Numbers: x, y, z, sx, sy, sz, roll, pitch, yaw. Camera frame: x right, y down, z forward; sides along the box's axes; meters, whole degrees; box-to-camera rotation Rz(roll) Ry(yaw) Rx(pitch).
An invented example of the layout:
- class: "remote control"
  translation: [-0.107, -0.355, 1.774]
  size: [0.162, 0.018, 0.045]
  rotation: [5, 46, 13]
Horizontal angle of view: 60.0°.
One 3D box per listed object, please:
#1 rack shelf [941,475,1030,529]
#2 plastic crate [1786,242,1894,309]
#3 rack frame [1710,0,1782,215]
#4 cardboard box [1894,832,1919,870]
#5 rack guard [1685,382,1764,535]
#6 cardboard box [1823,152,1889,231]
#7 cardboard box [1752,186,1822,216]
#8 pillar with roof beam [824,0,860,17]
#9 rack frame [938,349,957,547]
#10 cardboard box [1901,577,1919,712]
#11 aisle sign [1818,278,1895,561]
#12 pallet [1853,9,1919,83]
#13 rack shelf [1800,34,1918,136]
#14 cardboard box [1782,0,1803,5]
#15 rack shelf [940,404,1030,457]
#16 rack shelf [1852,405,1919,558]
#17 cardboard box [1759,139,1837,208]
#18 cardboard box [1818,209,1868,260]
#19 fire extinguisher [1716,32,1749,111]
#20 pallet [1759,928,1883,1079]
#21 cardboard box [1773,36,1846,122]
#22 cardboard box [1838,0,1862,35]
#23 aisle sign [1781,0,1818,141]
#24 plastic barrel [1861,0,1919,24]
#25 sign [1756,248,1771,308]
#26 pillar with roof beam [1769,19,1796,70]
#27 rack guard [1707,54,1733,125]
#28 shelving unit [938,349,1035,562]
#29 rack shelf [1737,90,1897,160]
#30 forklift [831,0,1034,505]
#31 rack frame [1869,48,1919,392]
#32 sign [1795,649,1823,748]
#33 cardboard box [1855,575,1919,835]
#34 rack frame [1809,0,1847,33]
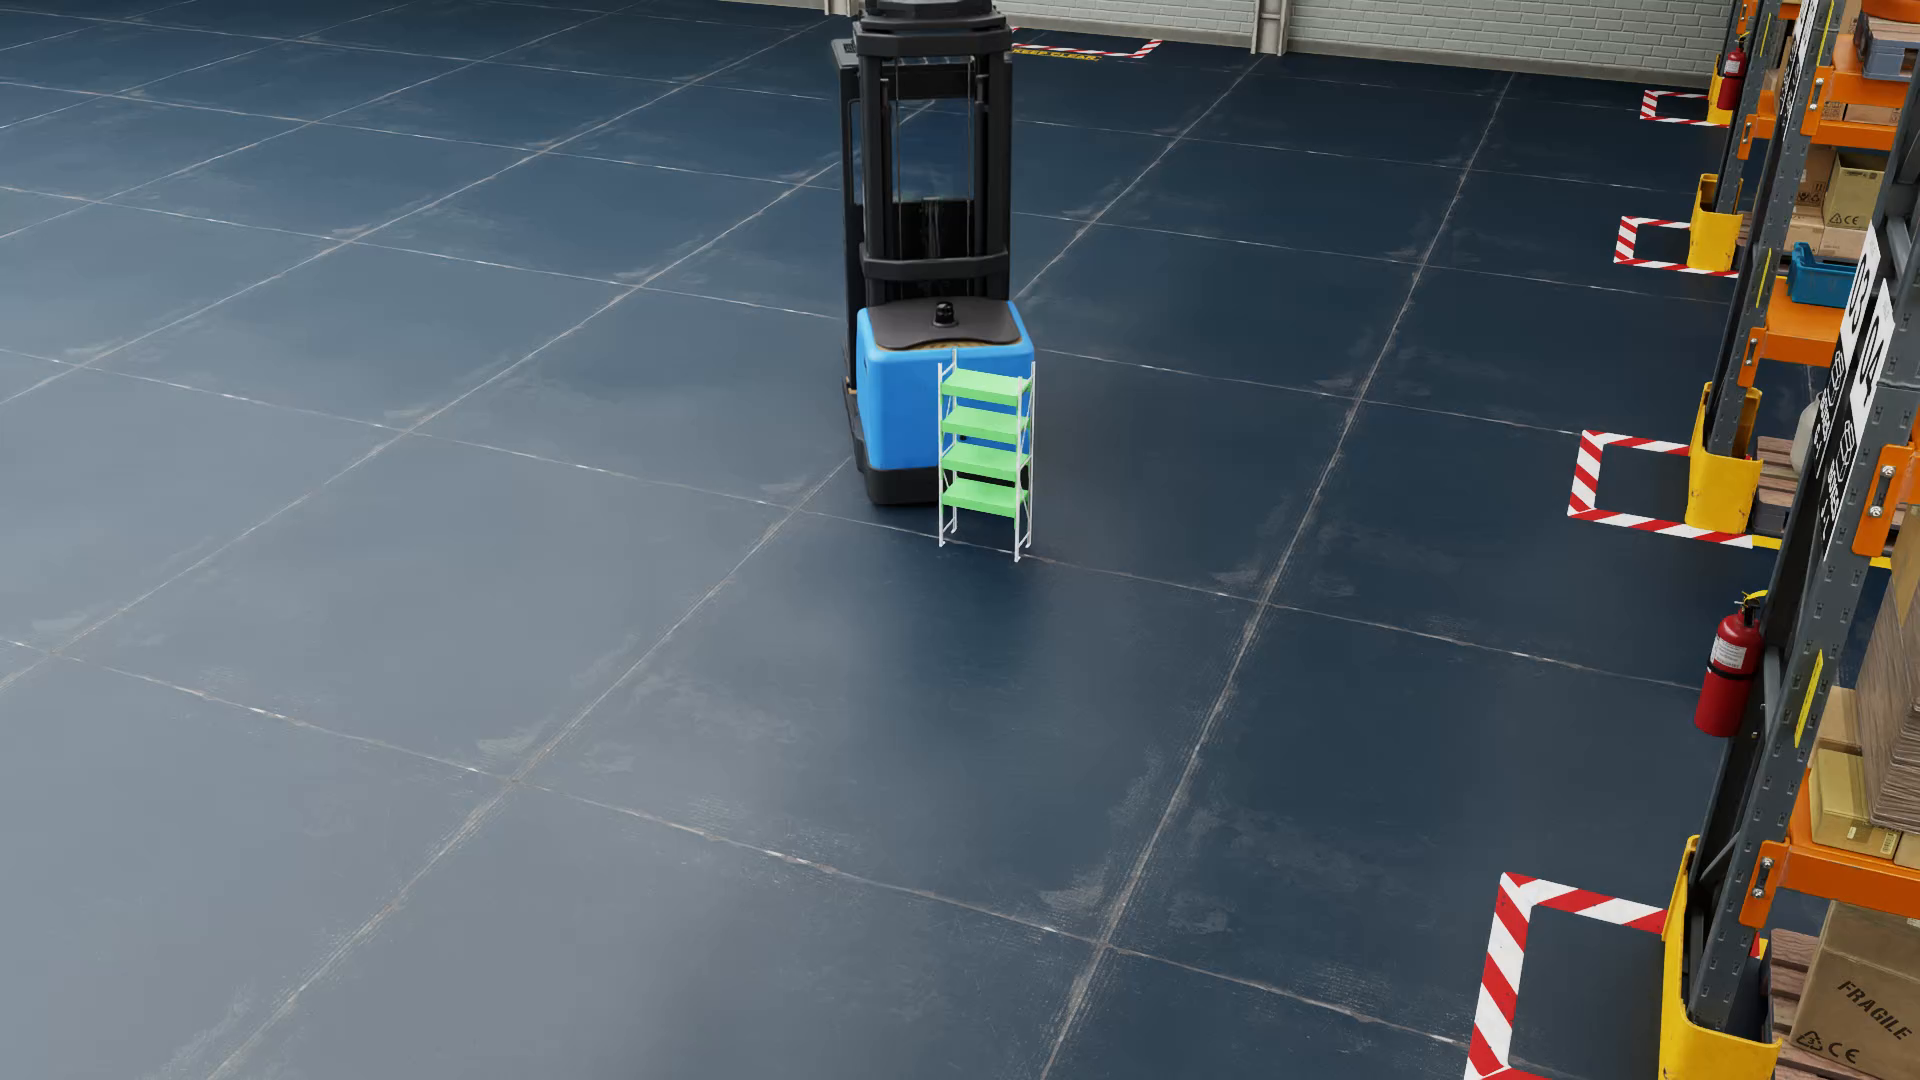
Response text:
- class: "rack shelf"
  translation: [0.153, -0.227, 9.961]
  size: [0.480, 0.148, 0.258]
  rotation: [11, 31, 19]
- class: "plastic crate"
  translation: [5.363, -1.599, 10.093]
  size: [0.616, 0.251, 0.499]
  rotation: [11, 31, 19]
- class: "rack frame"
  translation: [6.652, -3.877, 13.973]
  size: [0.127, 3.000, 1.000]
  rotation: [11, 31, 19]
- class: "cardboard box"
  translation: [3.323, 0.965, 5.662]
  size: [0.250, 0.149, 0.380]
  rotation: [11, 31, 19]
- class: "rack guard"
  translation: [4.875, -0.539, 10.607]
  size: [0.348, 0.500, 1.175]
  rotation: [11, 31, 19]
- class: "cardboard box"
  translation: [7.530, -2.897, 13.845]
  size: [0.500, 0.500, 0.500]
  rotation: [11, 31, 19]
- class: "cardboard box"
  translation: [7.260, -2.899, 14.609]
  size: [0.500, 0.250, 0.500]
  rotation: [11, 31, 19]
- class: "pillar with roof beam"
  translation: [-3.253, -9.271, 17.418]
  size: [0.400, 9.000, 9.100]
  rotation: [11, 31, 19]
- class: "rack frame"
  translation: [-0.073, -0.537, 9.892]
  size: [0.015, 1.200, 0.240]
  rotation: [11, 31, 19]
- class: "cardboard box"
  translation: [3.332, 0.256, 5.239]
  size: [0.500, 0.500, 0.500]
  rotation: [11, 31, 19]
- class: "aisle sign"
  translation: [2.754, -0.368, 5.121]
  size: [0.004, 0.787, 0.394]
  rotation: [11, 31, 19]
- class: "pallet"
  translation: [5.516, -2.646, 8.937]
  size: [1.213, 0.211, 1.003]
  rotation: [11, 31, 19]
- class: "rack shelf"
  translation: [6.640, -2.242, 8.763]
  size: [4.000, 0.370, 1.077]
  rotation: [11, 31, 19]
- class: "cardboard box"
  translation: [8.844, -5.845, 17.586]
  size: [0.500, 0.250, 0.500]
  rotation: [10, 31, 18]
- class: "rack shelf"
  translation: [0.153, -0.645, 9.725]
  size: [0.480, 0.148, 0.258]
  rotation: [11, 31, 19]
- class: "rack shelf"
  translation: [4.778, 0.016, 4.767]
  size: [4.000, 0.370, 1.077]
  rotation: [11, 31, 19]
- class: "cardboard box"
  translation: [7.261, -3.226, 14.426]
  size: [0.500, 0.500, 0.500]
  rotation: [11, 31, 19]
- class: "cardboard box"
  translation: [7.530, -2.572, 14.031]
  size: [0.500, 0.250, 0.500]
  rotation: [11, 31, 19]
- class: "fire extinguisher"
  translation: [6.718, -4.077, 14.405]
  size: [0.183, 0.674, 0.296]
  rotation: [11, 31, 19]
- class: "pallet"
  translation: [3.734, 2.033, 6.350]
  size: [1.213, 0.211, 1.003]
  rotation: [11, 31, 19]
- class: "cardboard box"
  translation: [7.080, -3.829, 13.785]
  size: [0.500, 0.500, 0.700]
  rotation: [11, 31, 19]
- class: "cardboard box"
  translation: [7.129, -4.384, 13.449]
  size: [0.500, 0.500, 0.700]
  rotation: [11, 31, 19]
- class: "aisle sign"
  translation: [4.610, -2.631, 9.126]
  size: [0.004, 0.787, 0.394]
  rotation: [11, 31, 19]
- class: "plastic barrel"
  translation: [5.285, -3.263, 8.975]
  size: [0.708, 0.830, 0.600]
  rotation: [11, 31, 19]
- class: "sign"
  translation: [4.576, -1.490, 9.468]
  size: [0.005, 0.325, 0.100]
  rotation: [11, 31, 19]
- class: "pillar with roof beam"
  translation: [7.867, -7.050, 13.490]
  size: [0.400, 9.000, 9.100]
  rotation: [11, 31, 19]
- class: "rack guard"
  translation: [8.582, -5.035, 18.560]
  size: [0.348, 0.500, 1.175]
  rotation: [11, 31, 19]
- class: "shelving unit"
  translation: [0.153, -0.492, 9.812]
  size: [0.503, 1.200, 0.258]
  rotation: [11, 31, 19]
- class: "rack shelf"
  translation: [8.506, -3.194, 13.495]
  size: [4.000, 0.370, 1.077]
  rotation: [11, 31, 19]
- class: "forklift"
  translation: [-0.248, -2.201, 11.078]
  size: [1.130, 2.935, 3.031]
  rotation: [-4, 30, -7]
- class: "rack frame"
  translation: [2.924, -1.973, 4.507]
  size: [0.127, 3.000, 1.000]
  rotation: [11, 31, 19]
- class: "sign"
  translation: [2.721, 0.509, 5.332]
  size: [0.005, 0.325, 0.100]
  rotation: [11, 31, 19]
- class: "cardboard box"
  translation: [3.424, 0.580, 5.683]
  size: [0.500, 0.500, 0.875]
  rotation: [11, 31, 19]
- class: "rack frame"
  translation: [4.787, -4.231, 8.502]
  size: [0.127, 3.000, 1.000]
  rotation: [11, 31, 19]
